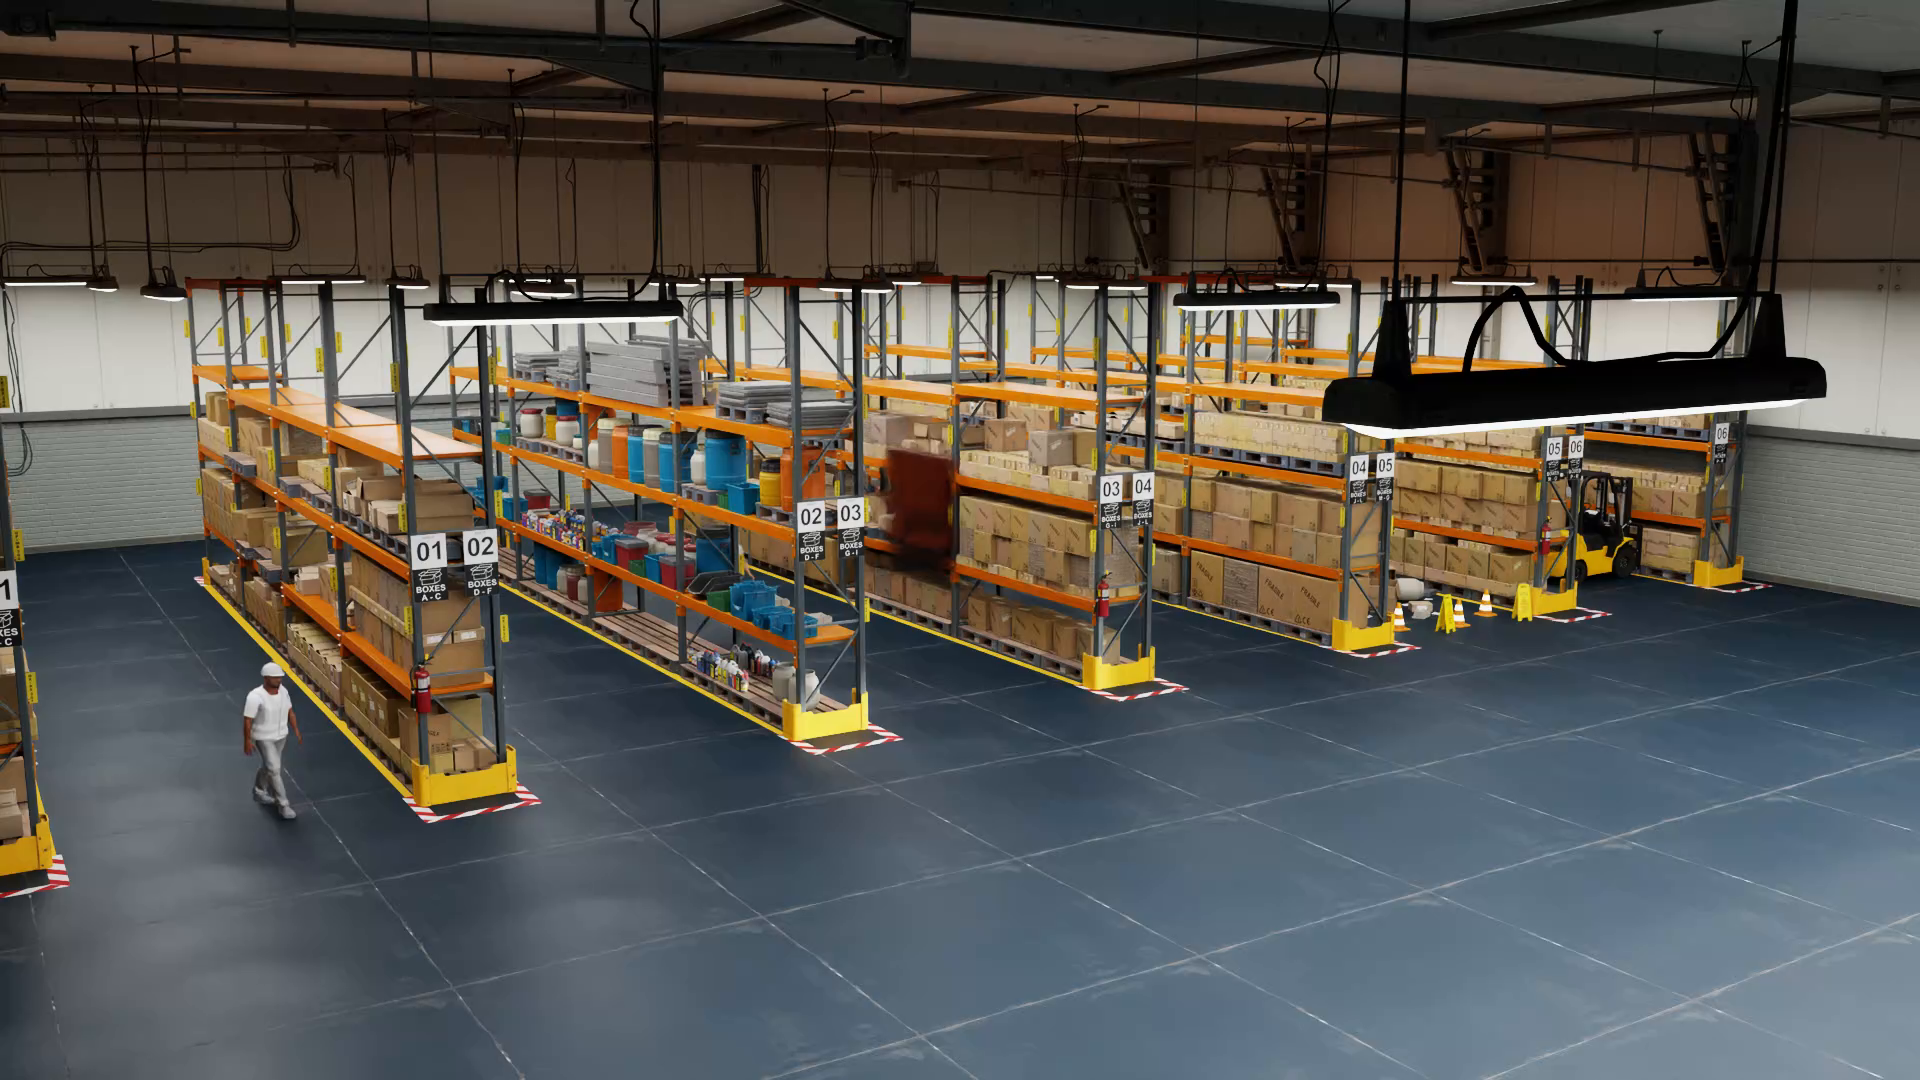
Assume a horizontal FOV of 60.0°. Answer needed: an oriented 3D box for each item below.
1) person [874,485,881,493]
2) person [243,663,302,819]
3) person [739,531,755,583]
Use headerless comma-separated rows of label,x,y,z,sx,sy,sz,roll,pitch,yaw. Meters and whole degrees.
person,-1.757,-0.428,35.798,0.432,1.509,1.024,-6,11,-32
person,-7.921,2.267,19.190,0.946,1.724,0.614,5,11,26
person,-3.718,0.617,27.577,1.005,1.630,0.530,9,13,42
